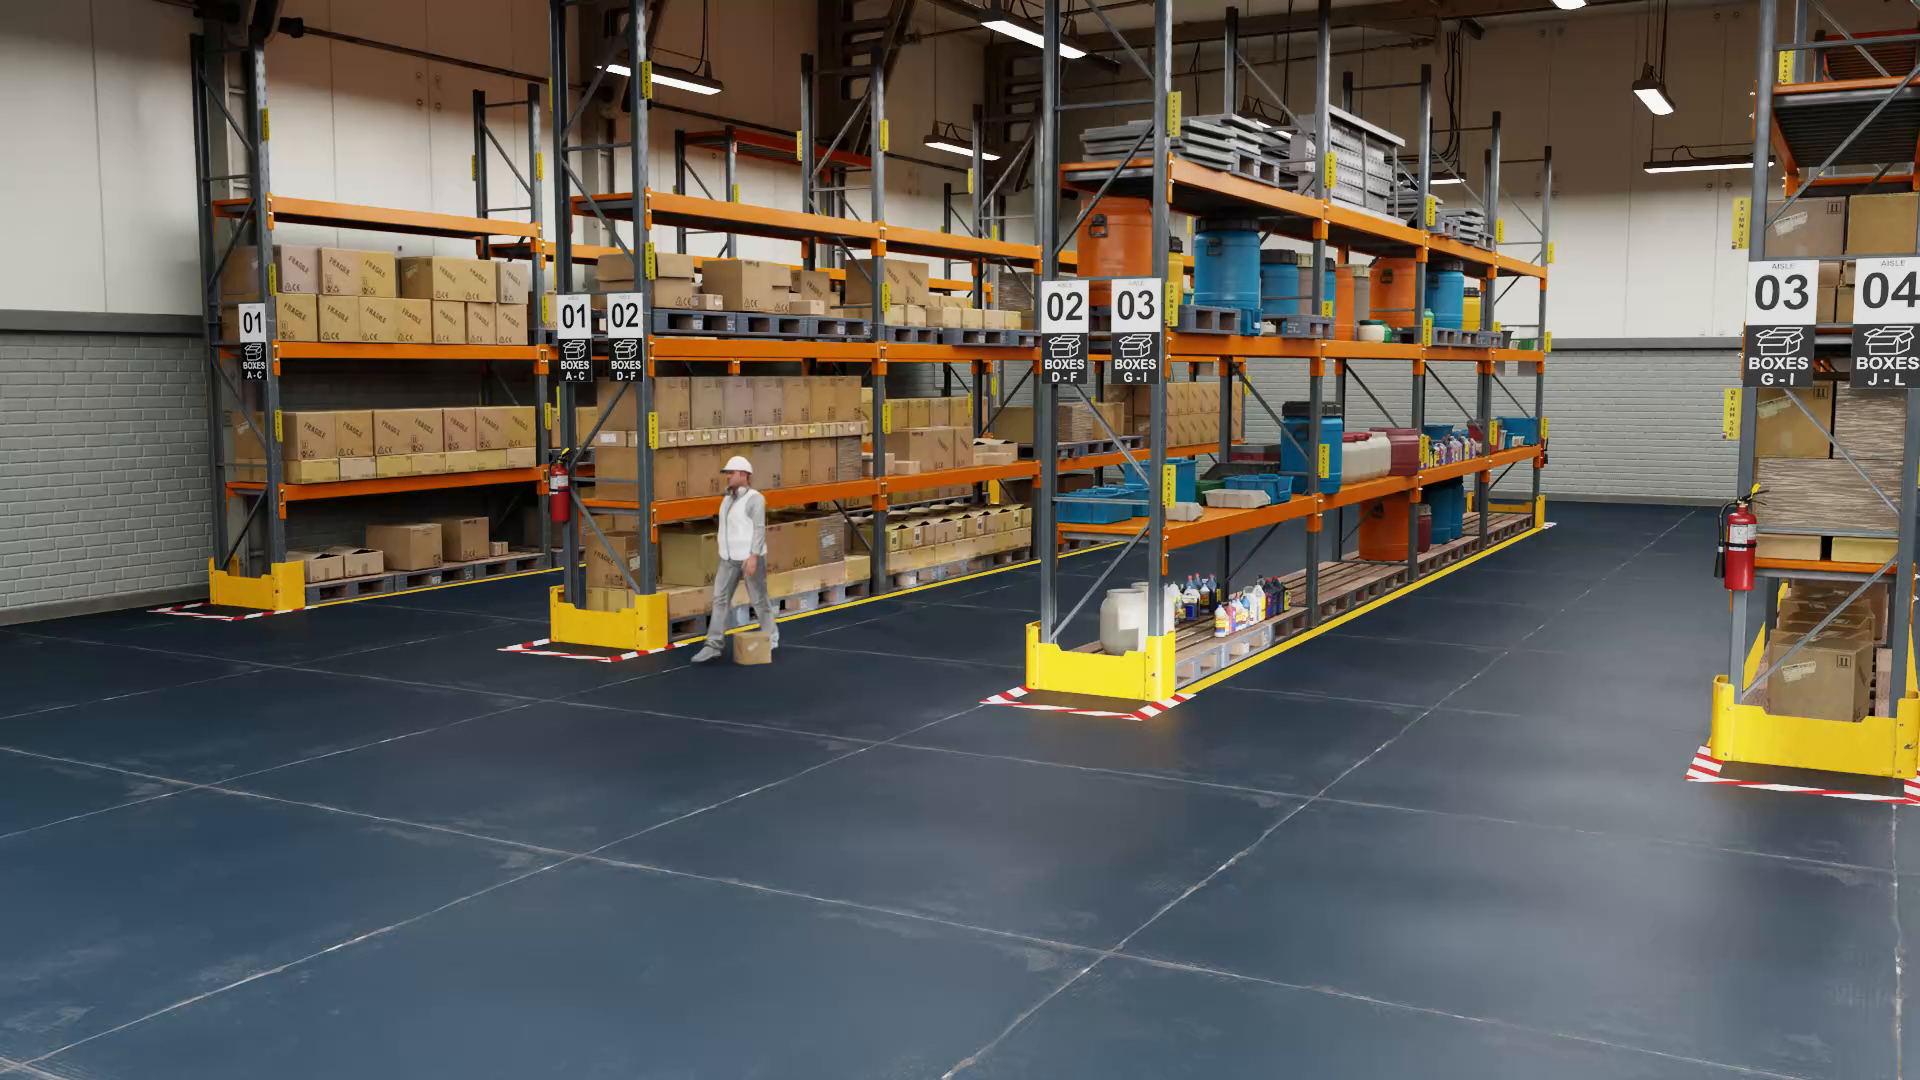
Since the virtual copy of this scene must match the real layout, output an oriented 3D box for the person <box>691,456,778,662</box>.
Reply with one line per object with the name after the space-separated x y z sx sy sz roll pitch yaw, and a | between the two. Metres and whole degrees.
-1.952 0.153 14.442 0.447 1.744 0.907 4 7 35 | person
